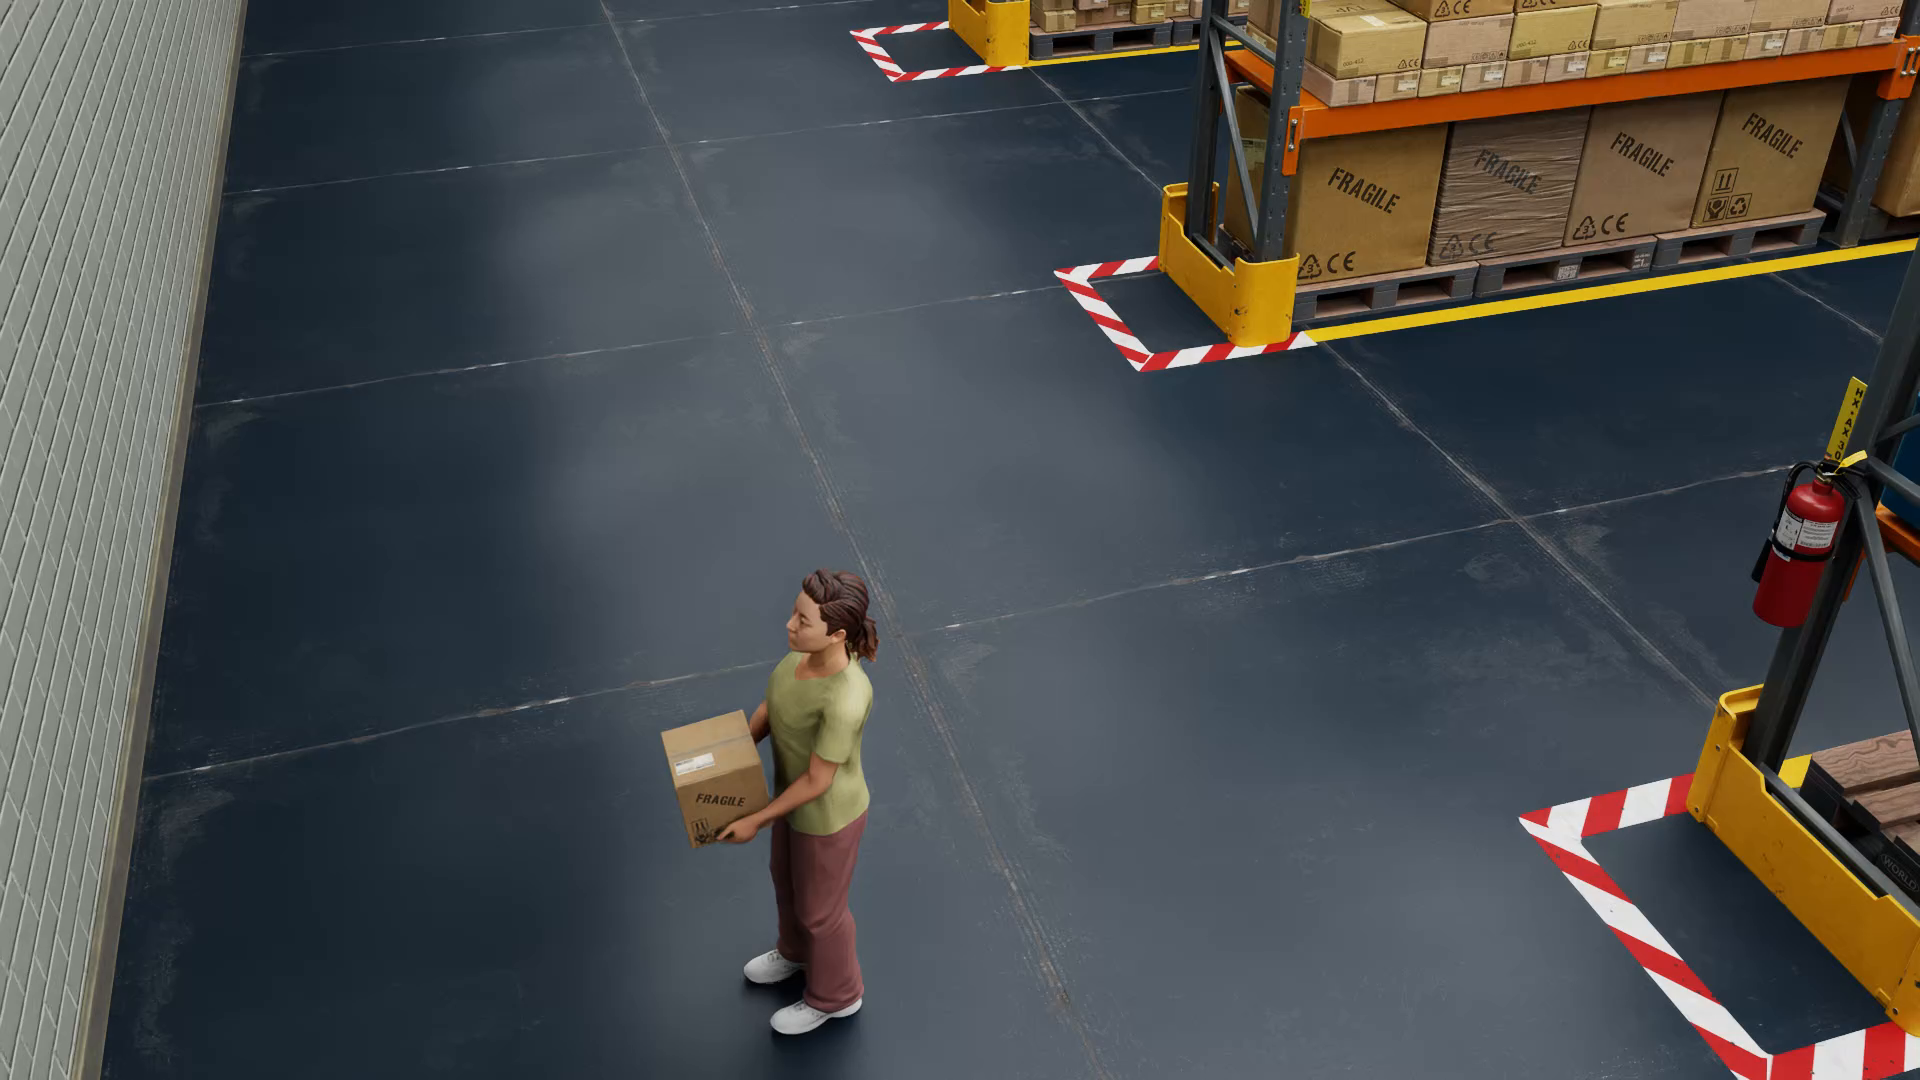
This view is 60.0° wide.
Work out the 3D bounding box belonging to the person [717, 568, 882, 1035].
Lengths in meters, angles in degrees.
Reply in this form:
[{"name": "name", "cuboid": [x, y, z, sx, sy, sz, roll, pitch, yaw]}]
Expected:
[{"name": "person", "cuboid": [-0.480, 0.804, 4.955, 0.546, 1.671, 0.435, -12, 36, -17]}]
